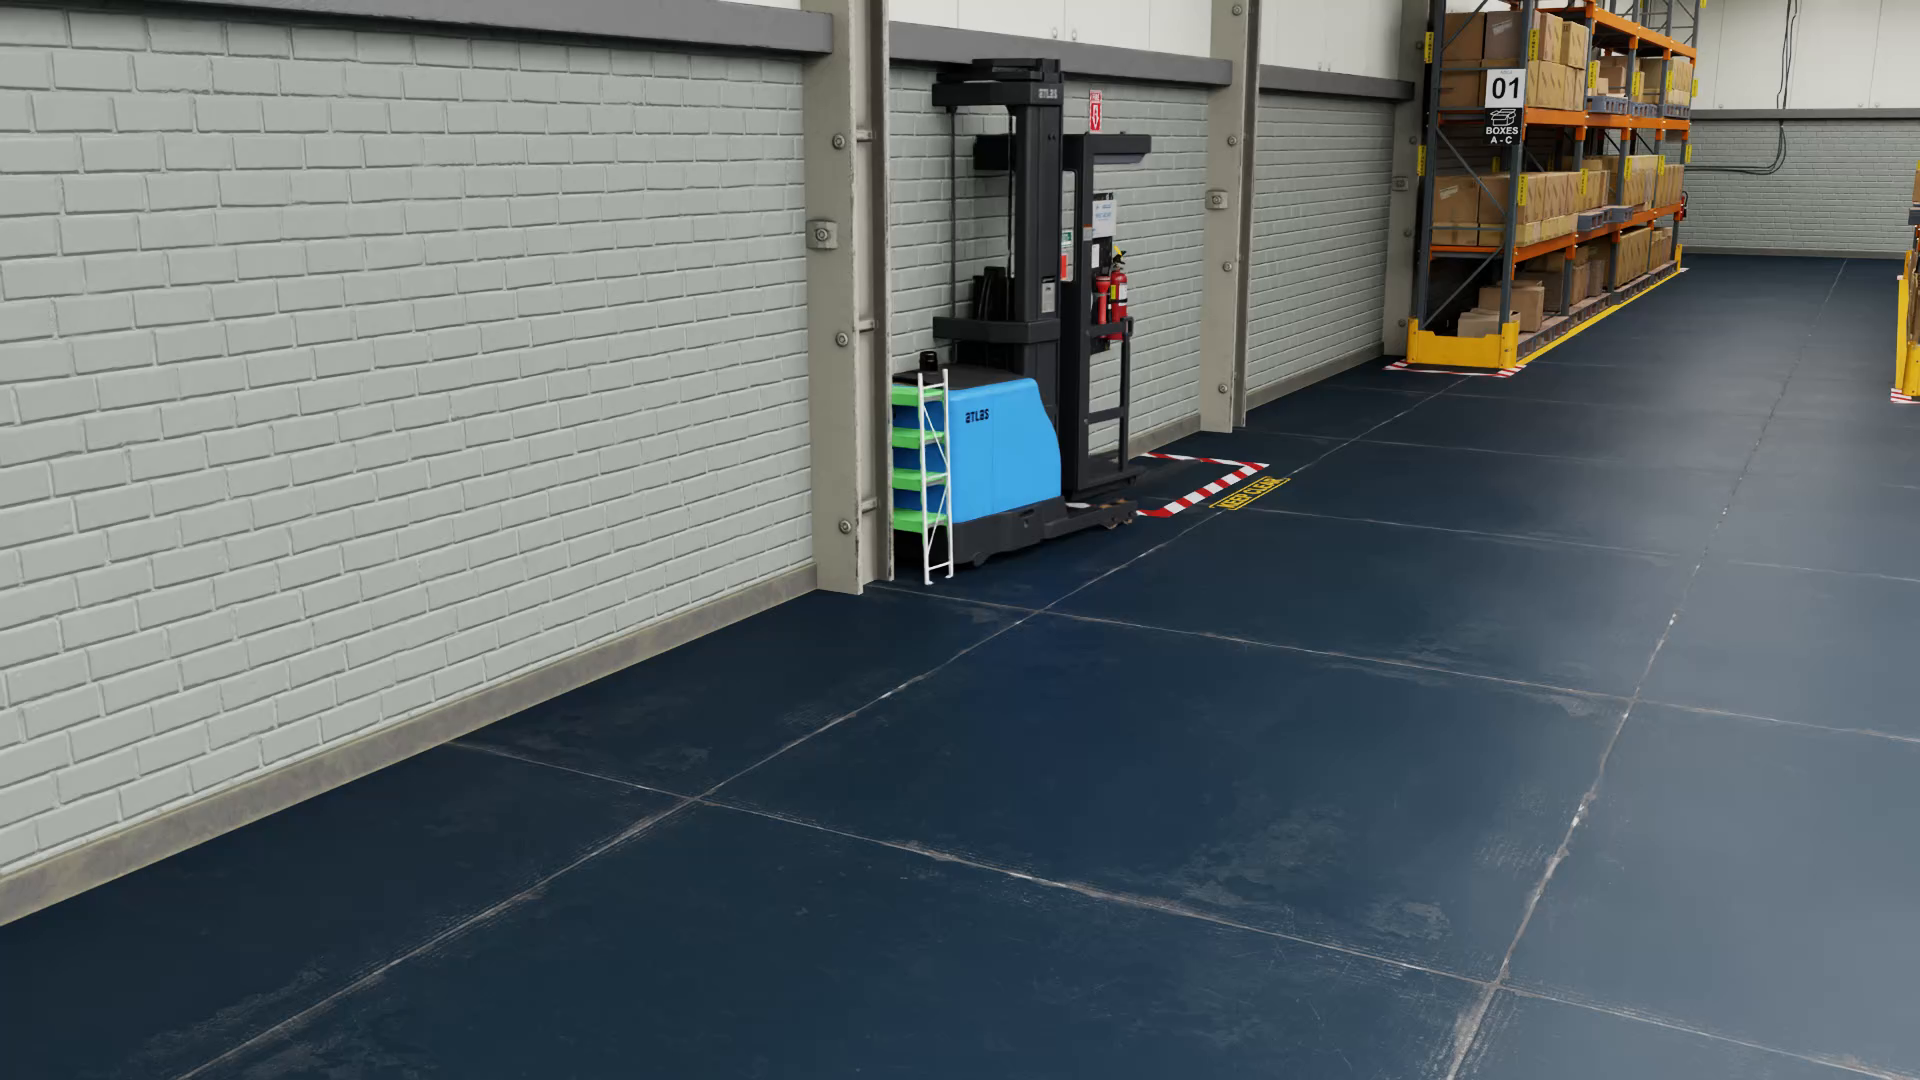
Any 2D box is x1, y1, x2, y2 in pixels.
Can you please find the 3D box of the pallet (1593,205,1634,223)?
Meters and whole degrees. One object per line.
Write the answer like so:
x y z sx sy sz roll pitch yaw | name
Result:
9.229 -4.821 24.540 1.213 0.211 1.003 7 15 28 | pallet

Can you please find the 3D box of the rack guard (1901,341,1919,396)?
9.940 -1.651 16.313 1.175 0.500 0.348 7 15 28 | rack guard

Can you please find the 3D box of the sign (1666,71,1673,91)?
11.894 -7.696 27.882 0.100 0.325 0.005 7 15 28 | sign

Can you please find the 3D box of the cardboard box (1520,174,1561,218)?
6.849 -4.109 19.856 0.500 0.500 0.500 8 16 30 | cardboard box

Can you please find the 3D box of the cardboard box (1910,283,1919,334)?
10.420 -2.453 17.680 0.500 0.500 0.500 7 15 28 | cardboard box

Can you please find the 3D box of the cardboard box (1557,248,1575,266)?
8.346 -3.966 23.378 0.500 0.250 0.500 7 15 26 | cardboard box

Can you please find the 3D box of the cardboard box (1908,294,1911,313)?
12.820 -3.095 21.941 0.500 0.250 0.500 7 15 27 | cardboard box

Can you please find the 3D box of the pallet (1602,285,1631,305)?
9.927 -3.870 26.136 1.003 0.211 1.213 7 15 28 | pallet

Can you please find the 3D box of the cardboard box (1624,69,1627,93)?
10.153 -7.126 26.139 0.700 0.500 0.500 8 16 31 | cardboard box

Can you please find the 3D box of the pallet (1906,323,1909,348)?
12.207 -2.491 20.417 1.003 0.211 1.213 7 15 28 | pallet

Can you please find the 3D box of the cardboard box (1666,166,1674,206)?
12.391 -6.448 30.239 0.980 0.700 0.700 7 15 25 | cardboard box

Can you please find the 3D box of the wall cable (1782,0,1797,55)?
18.763 -11.389 34.425 3.097 2.526 0.112 7 15 28 | wall cable

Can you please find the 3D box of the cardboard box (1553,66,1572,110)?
7.029 -5.416 19.944 0.500 0.500 0.500 7 15 26 | cardboard box

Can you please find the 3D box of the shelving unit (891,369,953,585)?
-0.327 -0.384 9.550 0.503 1.200 0.258 8 16 38 | shelving unit

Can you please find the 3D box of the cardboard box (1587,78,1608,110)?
8.772 -6.335 23.748 0.797 0.503 0.637 10 17 36 | cardboard box

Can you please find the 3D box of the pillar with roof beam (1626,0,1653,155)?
17.664 -9.794 31.960 9.100 9.000 0.400 7 15 28 | pillar with roof beam

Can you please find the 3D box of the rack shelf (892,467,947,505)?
-0.325 -0.321 9.564 0.480 0.148 0.258 8 16 38 | rack shelf

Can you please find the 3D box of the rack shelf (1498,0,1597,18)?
6.580 -6.407 19.449 1.077 0.370 4.000 7 15 28 | rack shelf

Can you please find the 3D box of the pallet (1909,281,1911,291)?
16.085 -4.118 27.164 1.003 0.211 1.213 7 15 28 | pallet

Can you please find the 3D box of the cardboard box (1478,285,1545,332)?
6.700 -2.823 20.239 0.700 0.500 0.500 6 15 25 | cardboard box

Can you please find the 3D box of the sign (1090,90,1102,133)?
0.974 -3.076 11.945 0.001 0.298 0.199 7 15 28 | sign

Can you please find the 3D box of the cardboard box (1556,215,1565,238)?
7.105 -3.851 20.384 0.500 0.250 0.500 7 15 28 | cardboard box

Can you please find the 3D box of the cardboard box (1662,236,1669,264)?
12.855 -5.445 31.157 0.700 0.500 0.500 7 15 28 | cardboard box

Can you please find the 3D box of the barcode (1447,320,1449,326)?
5.685 -2.523 19.378 0.001 0.075 0.075 7 15 28 | barcode

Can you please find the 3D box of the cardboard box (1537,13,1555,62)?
6.298 -5.582 18.500 0.500 0.500 0.500 7 15 27 | cardboard box

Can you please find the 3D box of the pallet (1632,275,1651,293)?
11.107 -4.371 28.212 1.003 0.211 1.213 7 15 28 | pallet

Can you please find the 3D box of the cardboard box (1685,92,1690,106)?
13.226 -8.172 30.839 0.500 0.250 0.500 8 16 30 | cardboard box

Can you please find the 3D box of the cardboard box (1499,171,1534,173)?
7.137 -4.480 21.395 0.500 0.500 0.500 7 15 27 | cardboard box

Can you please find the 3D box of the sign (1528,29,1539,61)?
6.088 -5.253 17.657 0.100 0.325 0.005 7 15 28 | sign

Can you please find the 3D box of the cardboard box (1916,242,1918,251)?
14.822 -4.419 25.258 0.500 0.250 0.500 7 15 28 | cardboard box

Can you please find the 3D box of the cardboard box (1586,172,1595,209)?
8.390 -4.867 23.171 0.700 0.500 0.500 10 17 36 | cardboard box

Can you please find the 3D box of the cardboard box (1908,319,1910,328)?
11.395 -2.498 19.466 0.500 0.250 0.500 7 15 28 | cardboard box

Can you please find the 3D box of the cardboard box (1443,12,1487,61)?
5.592 -5.552 18.373 0.500 0.500 0.500 8 16 31 | cardboard box

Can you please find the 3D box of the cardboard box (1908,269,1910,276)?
15.908 -4.393 27.501 0.380 0.149 0.250 7 15 28 | cardboard box

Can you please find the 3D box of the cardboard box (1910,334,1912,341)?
10.183 -1.986 17.340 0.500 0.250 0.500 7 15 28 | cardboard box

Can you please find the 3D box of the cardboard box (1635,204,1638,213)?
10.846 -5.424 27.124 0.380 0.149 0.250 7 15 26 | cardboard box

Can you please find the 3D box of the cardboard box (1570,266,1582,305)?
8.376 -3.615 23.524 0.700 0.500 0.500 8 15 29 | cardboard box

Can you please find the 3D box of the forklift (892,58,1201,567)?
0.518 -1.555 10.731 1.130 2.935 3.031 11 17 38 | forklift

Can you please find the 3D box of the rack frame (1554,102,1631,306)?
9.480 -5.072 25.174 1.000 3.000 0.127 7 15 28 | rack frame

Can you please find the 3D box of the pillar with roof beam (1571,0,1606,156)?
14.764 -8.563 26.854 9.100 9.000 0.400 7 15 28 | pillar with roof beam

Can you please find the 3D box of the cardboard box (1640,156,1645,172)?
10.664 -6.023 26.625 0.500 0.250 0.500 7 15 27 | cardboard box

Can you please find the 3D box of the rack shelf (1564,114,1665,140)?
10.447 -6.591 26.608 1.077 0.370 4.000 7 15 28 | rack shelf

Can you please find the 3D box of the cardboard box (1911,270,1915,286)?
13.062 -3.469 22.297 0.500 0.311 0.500 7 15 27 | cardboard box

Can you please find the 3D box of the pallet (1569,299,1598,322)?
8.510 -3.307 23.802 1.003 0.211 1.213 7 15 28 | pallet

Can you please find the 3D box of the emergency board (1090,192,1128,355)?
1.066 -1.939 12.177 0.194 1.169 0.643 7 15 28 | emergency board

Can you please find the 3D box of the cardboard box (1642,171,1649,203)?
10.923 -5.765 27.155 0.500 0.500 0.500 7 15 28 | cardboard box

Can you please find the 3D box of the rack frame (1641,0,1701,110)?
13.348 -9.630 31.279 1.000 3.000 0.127 7 15 28 | rack frame

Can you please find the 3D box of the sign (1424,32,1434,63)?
5.137 -5.387 18.188 0.100 0.325 0.005 7 15 28 | sign

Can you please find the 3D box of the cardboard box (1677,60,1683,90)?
12.481 -8.218 29.433 0.500 0.500 0.500 7 15 28 | cardboard box

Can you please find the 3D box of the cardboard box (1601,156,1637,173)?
10.185 -5.814 25.760 0.500 0.250 0.500 7 15 27 | cardboard box

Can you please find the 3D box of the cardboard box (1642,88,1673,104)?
11.979 -7.643 28.647 0.500 0.250 0.500 7 15 28 | cardboard box
